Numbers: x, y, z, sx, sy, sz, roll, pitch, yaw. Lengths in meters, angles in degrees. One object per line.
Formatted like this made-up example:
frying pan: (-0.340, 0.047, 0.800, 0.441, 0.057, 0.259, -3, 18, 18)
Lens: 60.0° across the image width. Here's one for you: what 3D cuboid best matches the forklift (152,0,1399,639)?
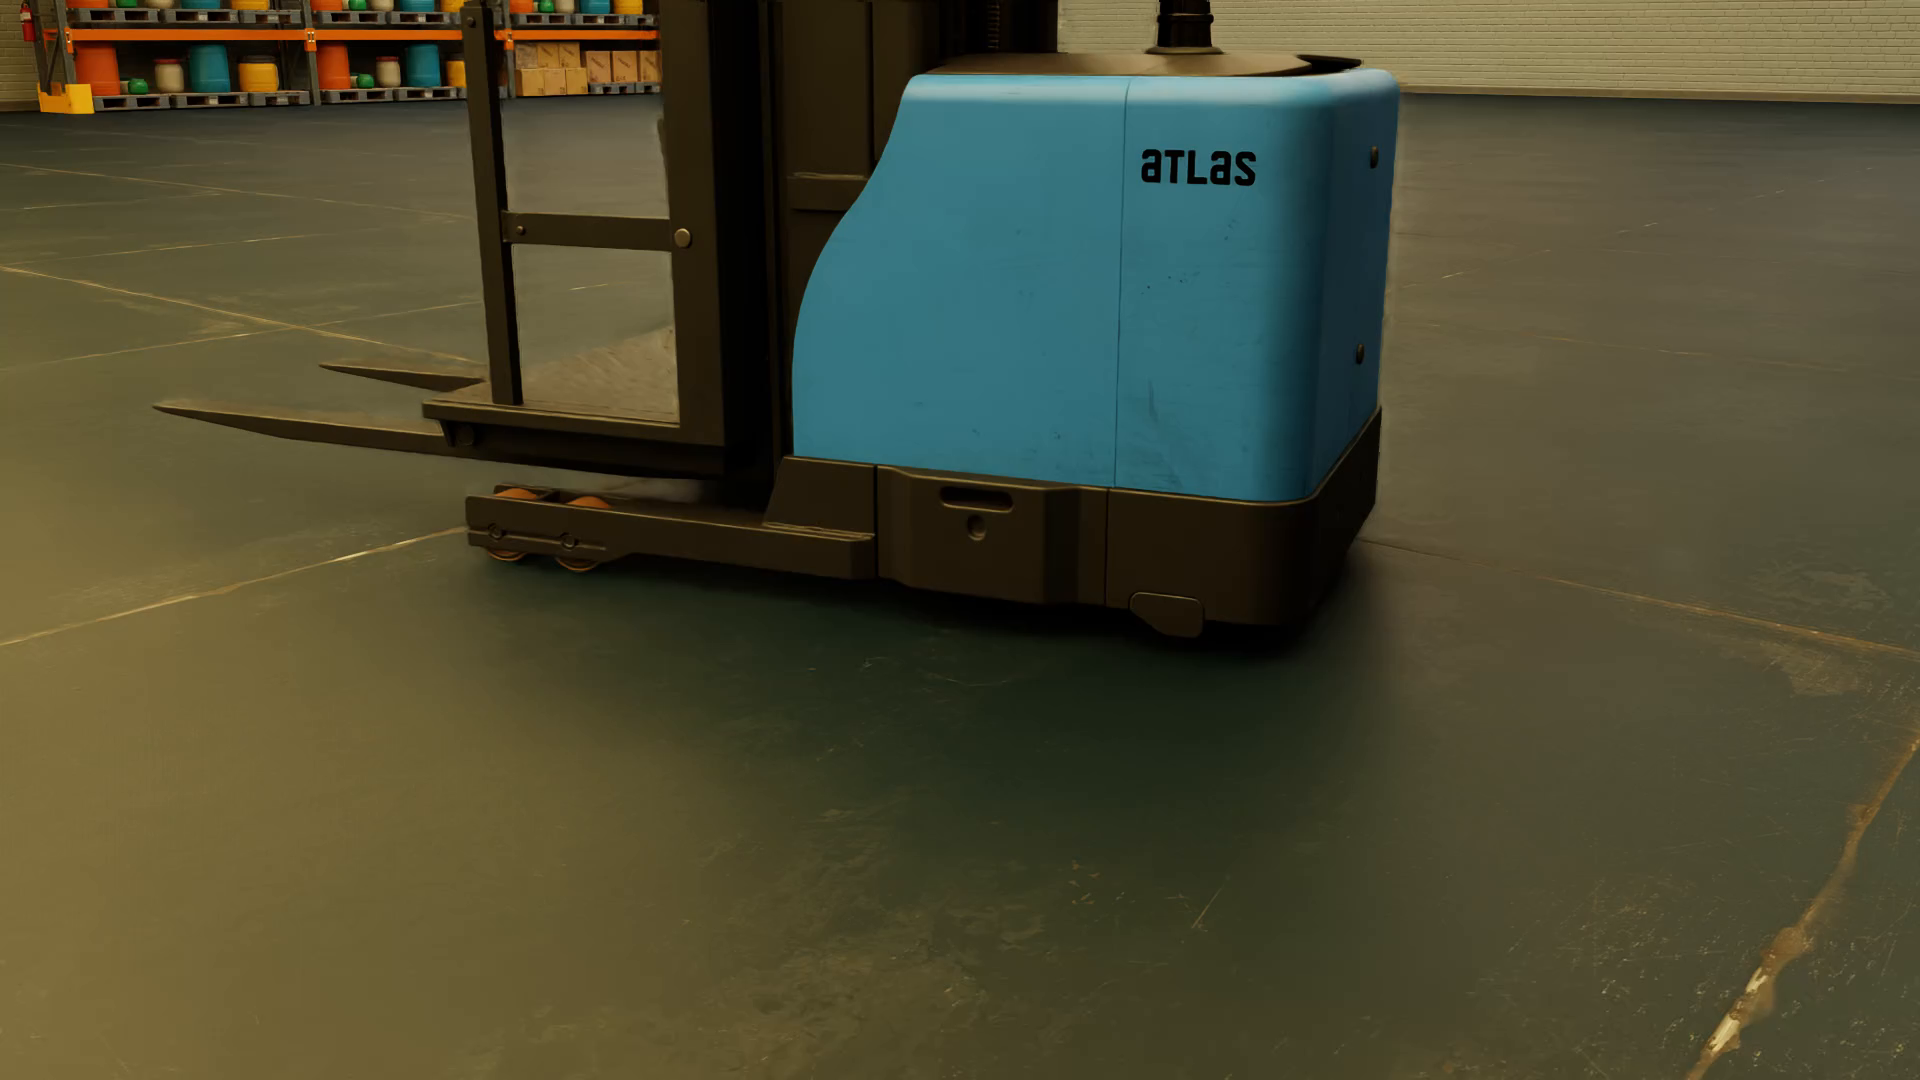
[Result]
forklift: (-0.576, -1.465, 3.723, 3.031, 2.935, 1.130, 7, 18, 21)
